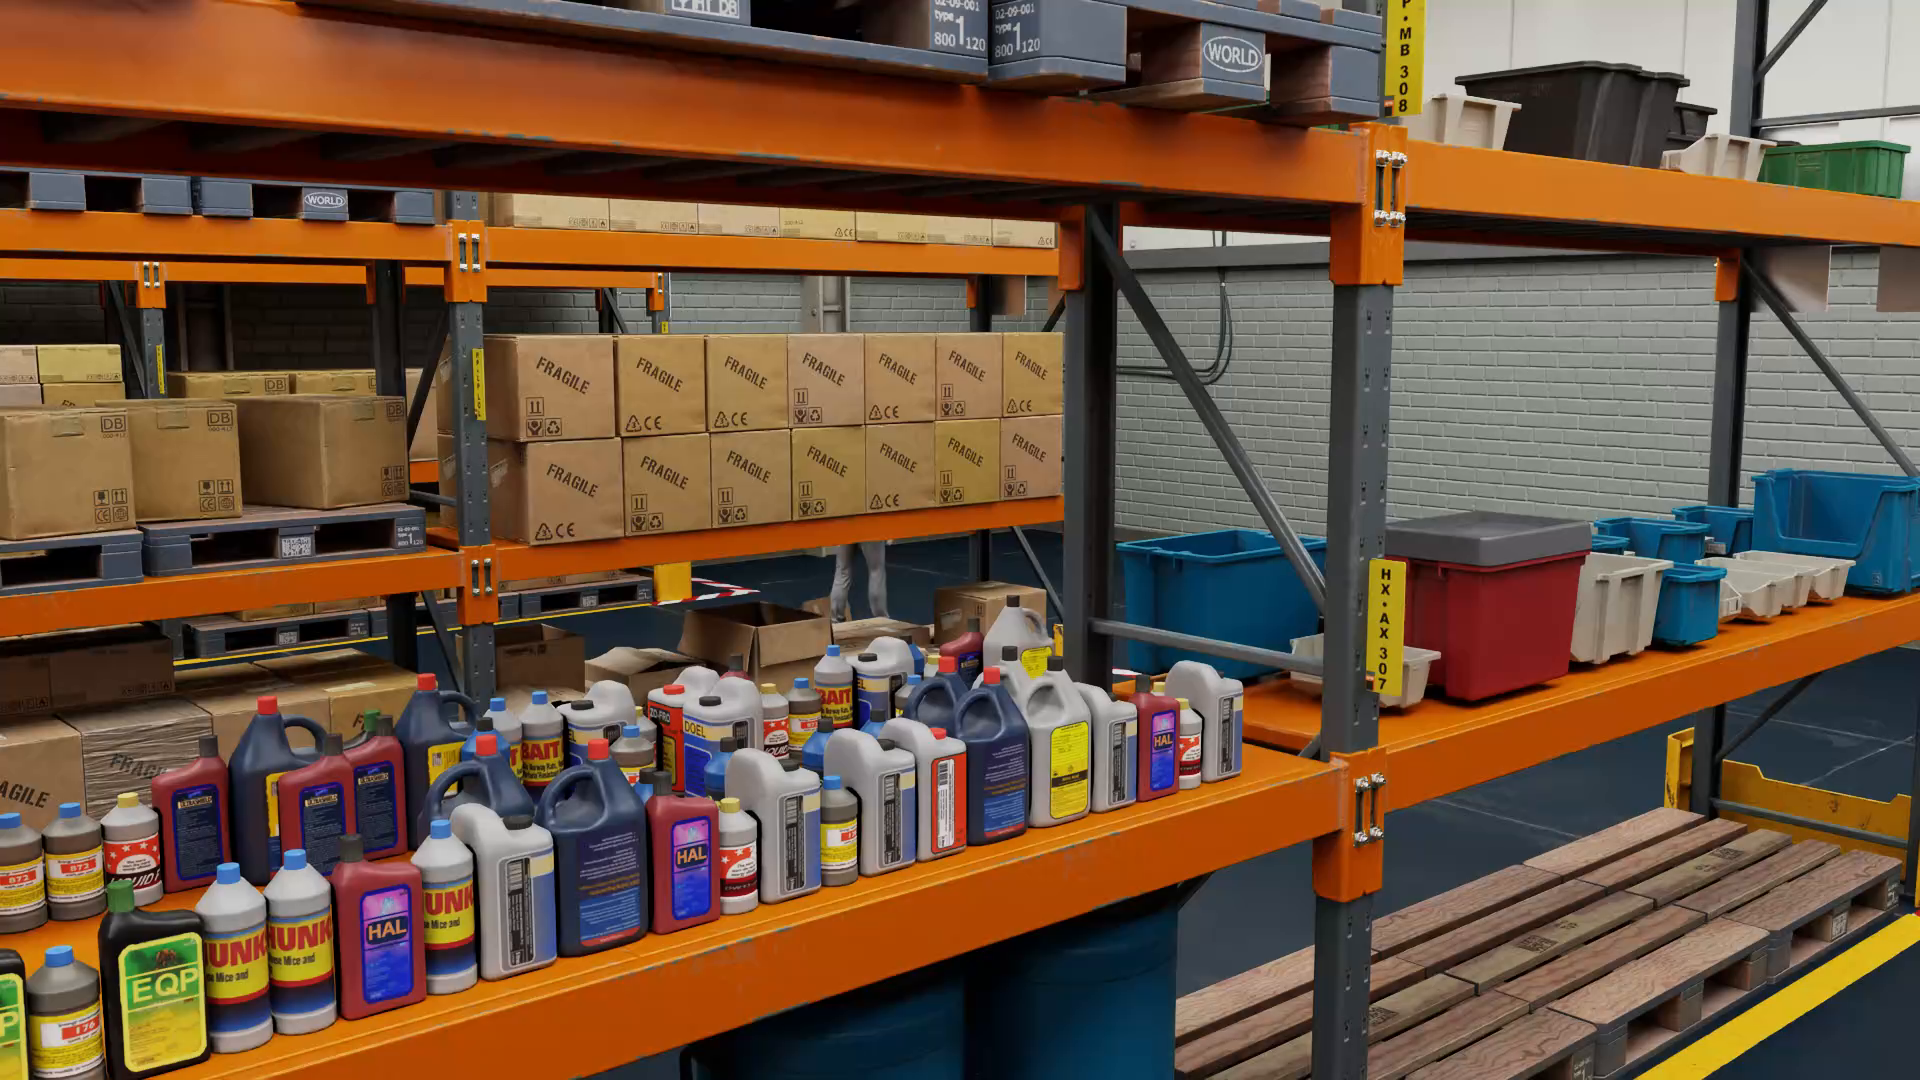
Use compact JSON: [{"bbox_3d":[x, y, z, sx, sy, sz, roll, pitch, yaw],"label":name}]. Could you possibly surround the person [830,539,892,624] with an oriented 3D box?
[{"bbox_3d":[-0.703,-0.113,12.386,0.634,1.678,0.489,7,10,43],"label":"person"}]
